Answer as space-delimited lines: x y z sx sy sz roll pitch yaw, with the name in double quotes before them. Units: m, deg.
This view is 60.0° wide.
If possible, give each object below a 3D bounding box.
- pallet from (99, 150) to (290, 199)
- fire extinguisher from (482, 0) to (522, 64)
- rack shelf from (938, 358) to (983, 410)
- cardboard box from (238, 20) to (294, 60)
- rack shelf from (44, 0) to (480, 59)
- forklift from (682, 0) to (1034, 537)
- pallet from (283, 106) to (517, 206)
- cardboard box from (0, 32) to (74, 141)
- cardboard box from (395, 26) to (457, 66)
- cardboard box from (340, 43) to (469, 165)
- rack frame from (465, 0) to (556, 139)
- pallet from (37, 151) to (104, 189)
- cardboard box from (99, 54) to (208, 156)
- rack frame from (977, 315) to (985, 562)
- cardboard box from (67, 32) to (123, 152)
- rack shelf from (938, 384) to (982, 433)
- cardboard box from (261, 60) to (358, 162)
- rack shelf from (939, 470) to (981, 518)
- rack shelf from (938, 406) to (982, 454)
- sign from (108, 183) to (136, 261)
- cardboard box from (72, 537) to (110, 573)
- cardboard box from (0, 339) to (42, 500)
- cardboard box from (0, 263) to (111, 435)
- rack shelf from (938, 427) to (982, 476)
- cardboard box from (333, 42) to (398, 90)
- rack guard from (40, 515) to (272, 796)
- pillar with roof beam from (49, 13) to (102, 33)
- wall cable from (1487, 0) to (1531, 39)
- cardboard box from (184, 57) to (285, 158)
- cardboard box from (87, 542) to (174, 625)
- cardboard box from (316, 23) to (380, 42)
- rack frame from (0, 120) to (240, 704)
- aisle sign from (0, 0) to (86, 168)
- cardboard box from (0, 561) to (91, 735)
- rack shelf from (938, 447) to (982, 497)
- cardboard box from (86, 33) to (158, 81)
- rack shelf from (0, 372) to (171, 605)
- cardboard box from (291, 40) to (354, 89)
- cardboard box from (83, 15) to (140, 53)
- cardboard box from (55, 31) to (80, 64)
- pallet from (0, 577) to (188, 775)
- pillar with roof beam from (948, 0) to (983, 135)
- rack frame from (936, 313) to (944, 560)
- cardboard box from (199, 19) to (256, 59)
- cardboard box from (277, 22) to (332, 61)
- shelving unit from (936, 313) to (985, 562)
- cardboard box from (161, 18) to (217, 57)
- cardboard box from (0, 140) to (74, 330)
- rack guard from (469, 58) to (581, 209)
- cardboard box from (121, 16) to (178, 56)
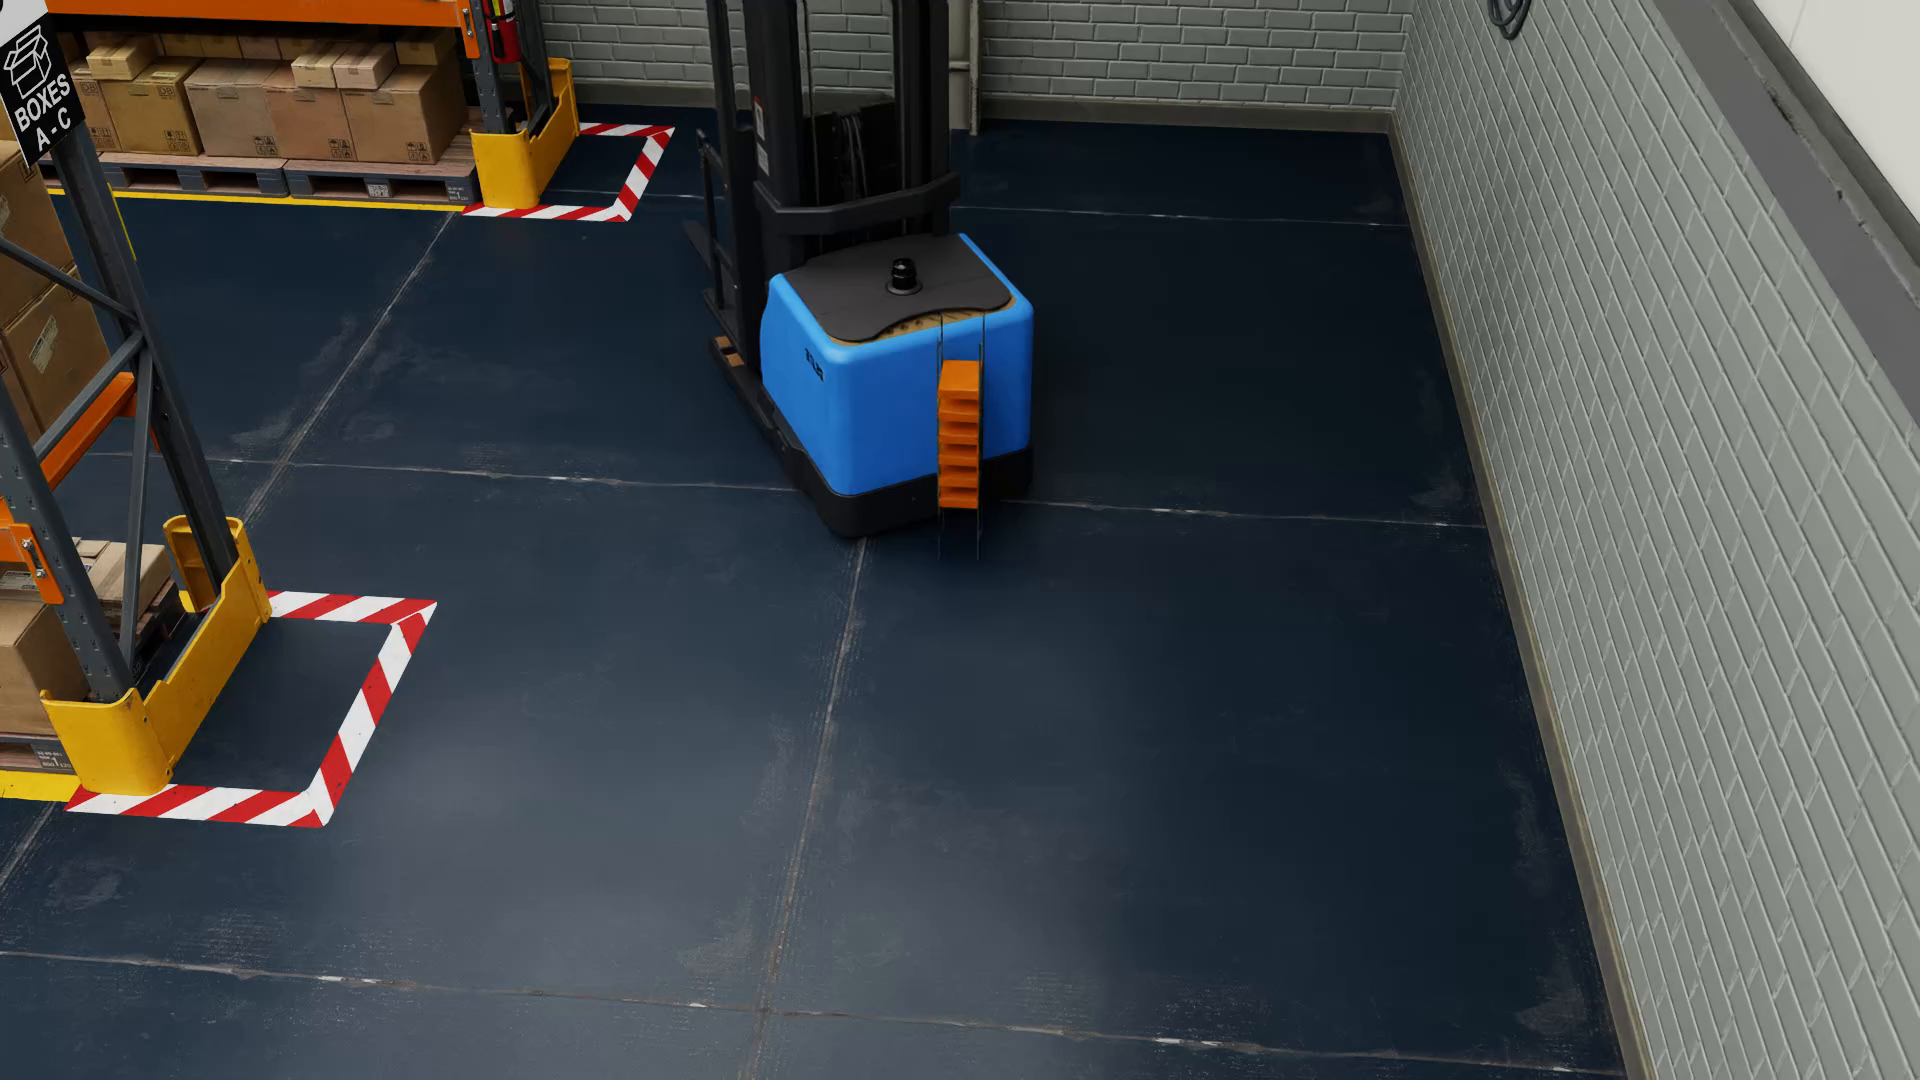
"pallet" -4.841 -2.603 10.952 1.213 0.211 1.003 3 39 4
"fire extinguisher" -2.716 -3.149 9.770 0.183 0.674 0.296 3 39 4
"rack shelf" 0.003 -0.688 7.315 0.180 0.103 0.258 3 39 4
"cardboard box" -4.398 -3.216 10.629 0.250 0.149 0.380 4 39 4
"rack shelf" -4.819 -3.452 10.356 4.000 0.370 1.077 3 39 4
"forklift" -0.720 -2.078 8.152 1.130 2.935 3.031 -16 42 -19
"pallet" -3.629 -2.535 10.868 1.213 0.211 1.003 3 39 4
"cardboard box" -6.075 -2.929 10.790 0.500 0.500 0.700 4 39 4
"cardboard box" -3.390 -3.162 10.562 0.250 0.149 0.380 3 39 4
"cardboard box" -3.532 -2.791 10.621 0.500 0.500 0.700 3 39 4
"rack frame" -2.826 -3.622 9.995 0.127 3.000 1.000 3 39 4
"pallet" -6.060 -2.668 11.031 1.213 0.211 1.003 3 39 4
"cardboard box" -5.063 -2.870 10.717 0.500 0.500 0.700 4 39 5
"rack frame" 0.094 -0.438 7.508 0.006 1.200 0.240 3 39 4
"cardboard box" -5.575 -2.899 10.754 0.500 0.500 0.700 3 39 3
"rack shelf" 0.003 -0.595 7.391 0.180 0.103 0.258 3 39 4
"cardboard box" -4.030 -2.818 10.654 0.500 0.500 0.700 3 39 4
"rack shelf" 0.003 -0.223 7.694 0.180 0.103 0.258 3 39 4
"rack shelf" 0.003 -0.502 7.467 0.180 0.103 0.258 3 39 4
"sign" -3.203 -1.184 6.313 0.005 0.325 0.100 3 39 4
"cardboard box" -3.886 0.169 7.233 0.250 0.166 0.380 3 39 4
"cardboard box" -3.719 -0.399 5.955 0.500 0.500 0.500 4 39 5
"cardboard box" -3.669 -0.736 6.369 0.500 0.500 0.500 4 39 5
"rack shelf" 0.003 -0.409 7.542 0.180 0.103 0.258 3 39 4
"cardboard box" -3.676 -2.935 10.284 0.250 0.149 0.380 3 39 3
"rack guard" -3.325 0.458 6.961 0.348 0.500 1.175 3 39 4
"pillar with roof beam" -6.410 -3.965 5.664 0.400 9.000 9.100 3 39 4
"wall cable" 2.778 -4.212 8.427 0.112 2.526 3.097 3 39 4
"cardboard box" -4.532 -2.845 10.687 0.500 0.500 0.700 2 39 2
"cardboard box" -3.637 0.189 7.222 0.250 0.149 0.380 3 39 4
"cardboard box" -3.895 -3.189 10.596 0.250 0.149 0.380 3 39 4
"rack frame" -3.250 -0.507 6.167 0.127 3.000 1.000 3 39 4
"aisle sign" -3.156 -1.696 5.569 0.004 0.787 0.394 3 39 4
"cardboard box" -3.813 0.417 6.663 0.500 0.500 0.500 3 39 4
"rack shelf" 0.003 -0.316 7.618 0.180 0.103 0.258 3 39 4
"cardboard box" -5.229 -3.018 10.386 0.250 0.149 0.380 2 39 3
"rack shelf" -5.242 -0.337 6.528 4.000 0.370 1.077 3 39 4
"cardboard box" -3.930 -2.949 10.300 0.250 0.149 0.380 4 39 5
"cardboard box" -5.414 -3.272 10.697 0.250 0.149 0.380 2 39 2
"cardboard box" -5.749 -3.047 10.421 0.250 0.149 0.380 4 39 5
"pallet" -4.120 0.528 7.105 1.213 0.211 1.003 3 39 4
"pillar with roof beam" -0.433 -3.639 5.262 0.400 9.000 9.100 3 39 4
"rack frame" -0.088 -0.448 7.520 0.006 1.200 0.240 3 39 4
"cardboard box" -4.653 -3.230 10.646 0.250 0.149 0.380 4 39 4
"cardboard box" -4.144 -3.203 10.613 0.250 0.149 0.380 3 39 4
"shelving unit" 0.003 -0.443 7.514 0.189 1.200 0.258 3 39 4
"cardboard box" -4.906 -3.244 10.663 0.250 0.149 0.380 2 39 3
"cardboard box" -3.669 -1.123 6.053 0.500 0.500 0.500 4 39 5
"rack guard" -2.802 -2.652 10.782 0.348 0.500 1.175 3 39 4
"cardboard box" -5.163 -3.257 10.680 0.250 0.149 0.380 4 39 4
